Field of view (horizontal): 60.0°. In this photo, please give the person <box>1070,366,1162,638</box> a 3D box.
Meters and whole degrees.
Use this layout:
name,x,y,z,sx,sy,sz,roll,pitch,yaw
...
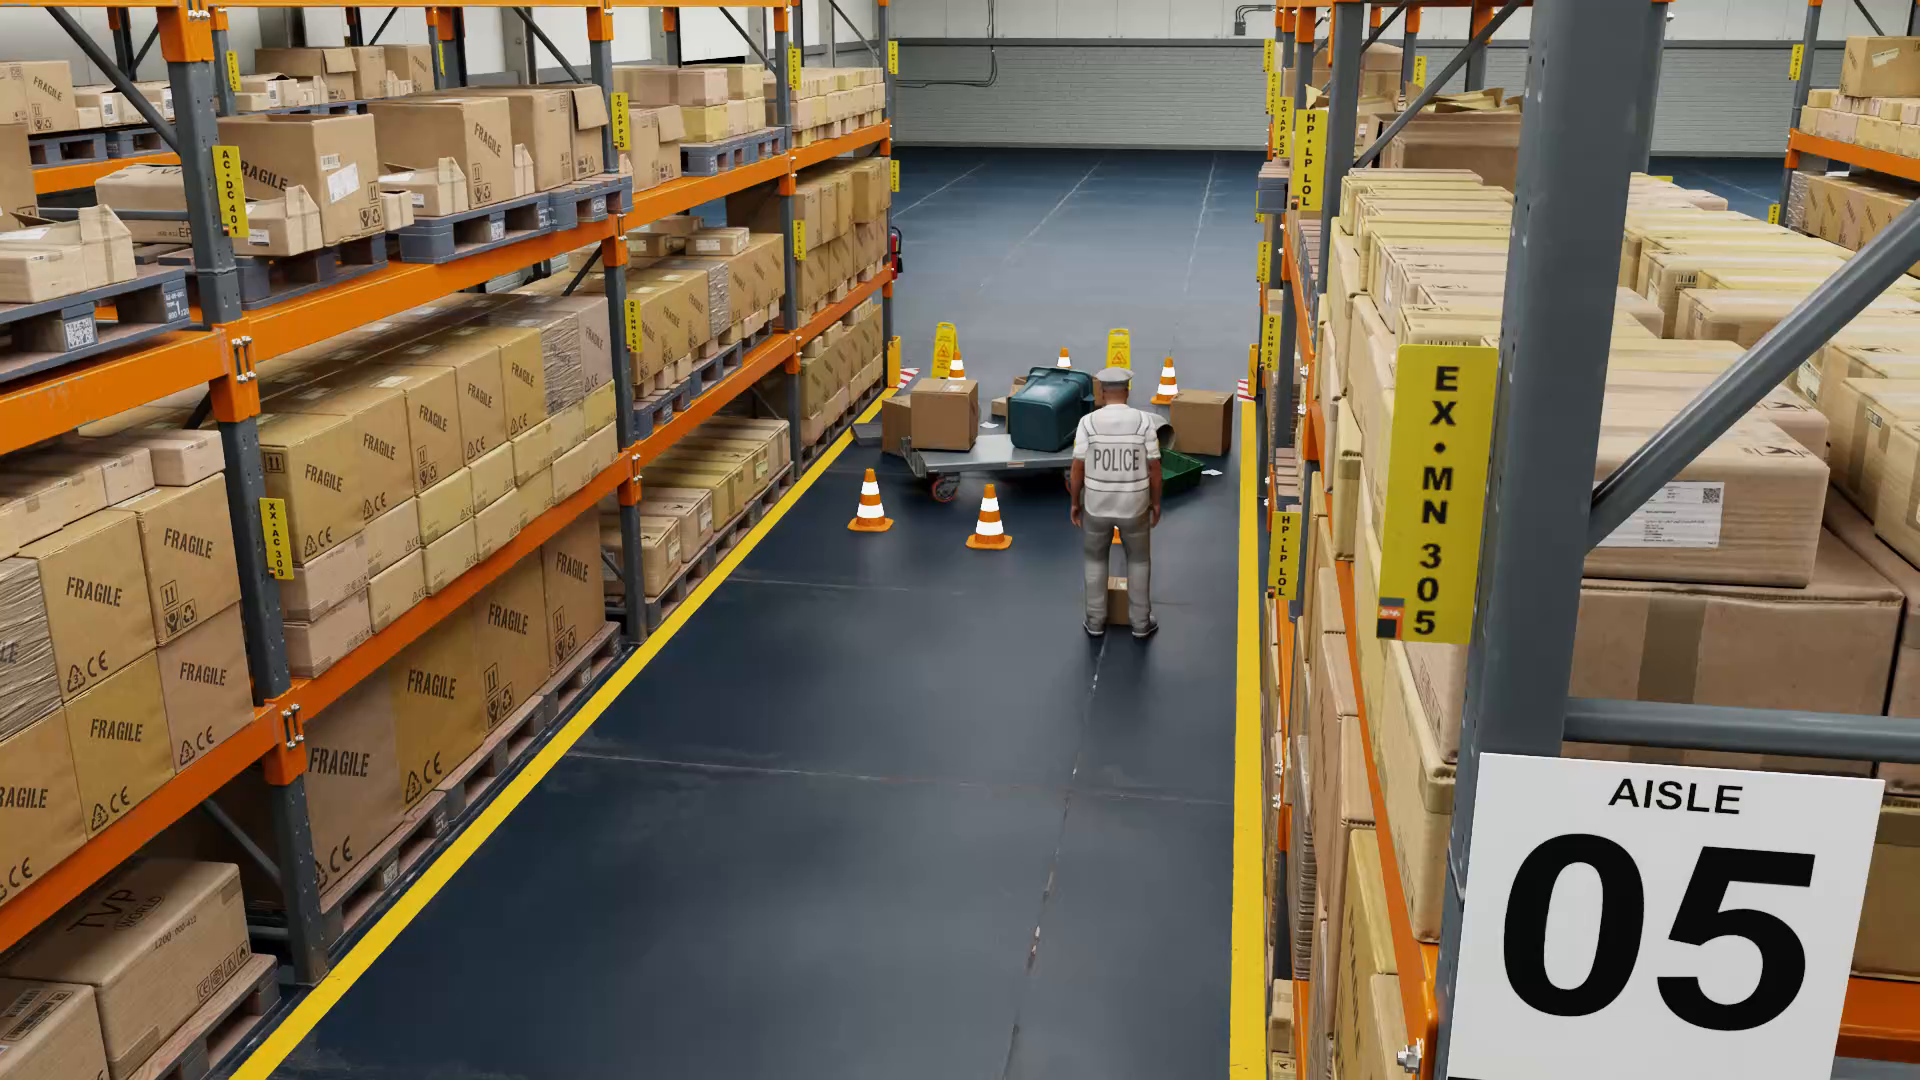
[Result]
name,x,y,z,sx,sy,sz,roll,pitch,yaw
person,1.010,-0.221,10.733,0.604,1.747,0.437,2,18,5
